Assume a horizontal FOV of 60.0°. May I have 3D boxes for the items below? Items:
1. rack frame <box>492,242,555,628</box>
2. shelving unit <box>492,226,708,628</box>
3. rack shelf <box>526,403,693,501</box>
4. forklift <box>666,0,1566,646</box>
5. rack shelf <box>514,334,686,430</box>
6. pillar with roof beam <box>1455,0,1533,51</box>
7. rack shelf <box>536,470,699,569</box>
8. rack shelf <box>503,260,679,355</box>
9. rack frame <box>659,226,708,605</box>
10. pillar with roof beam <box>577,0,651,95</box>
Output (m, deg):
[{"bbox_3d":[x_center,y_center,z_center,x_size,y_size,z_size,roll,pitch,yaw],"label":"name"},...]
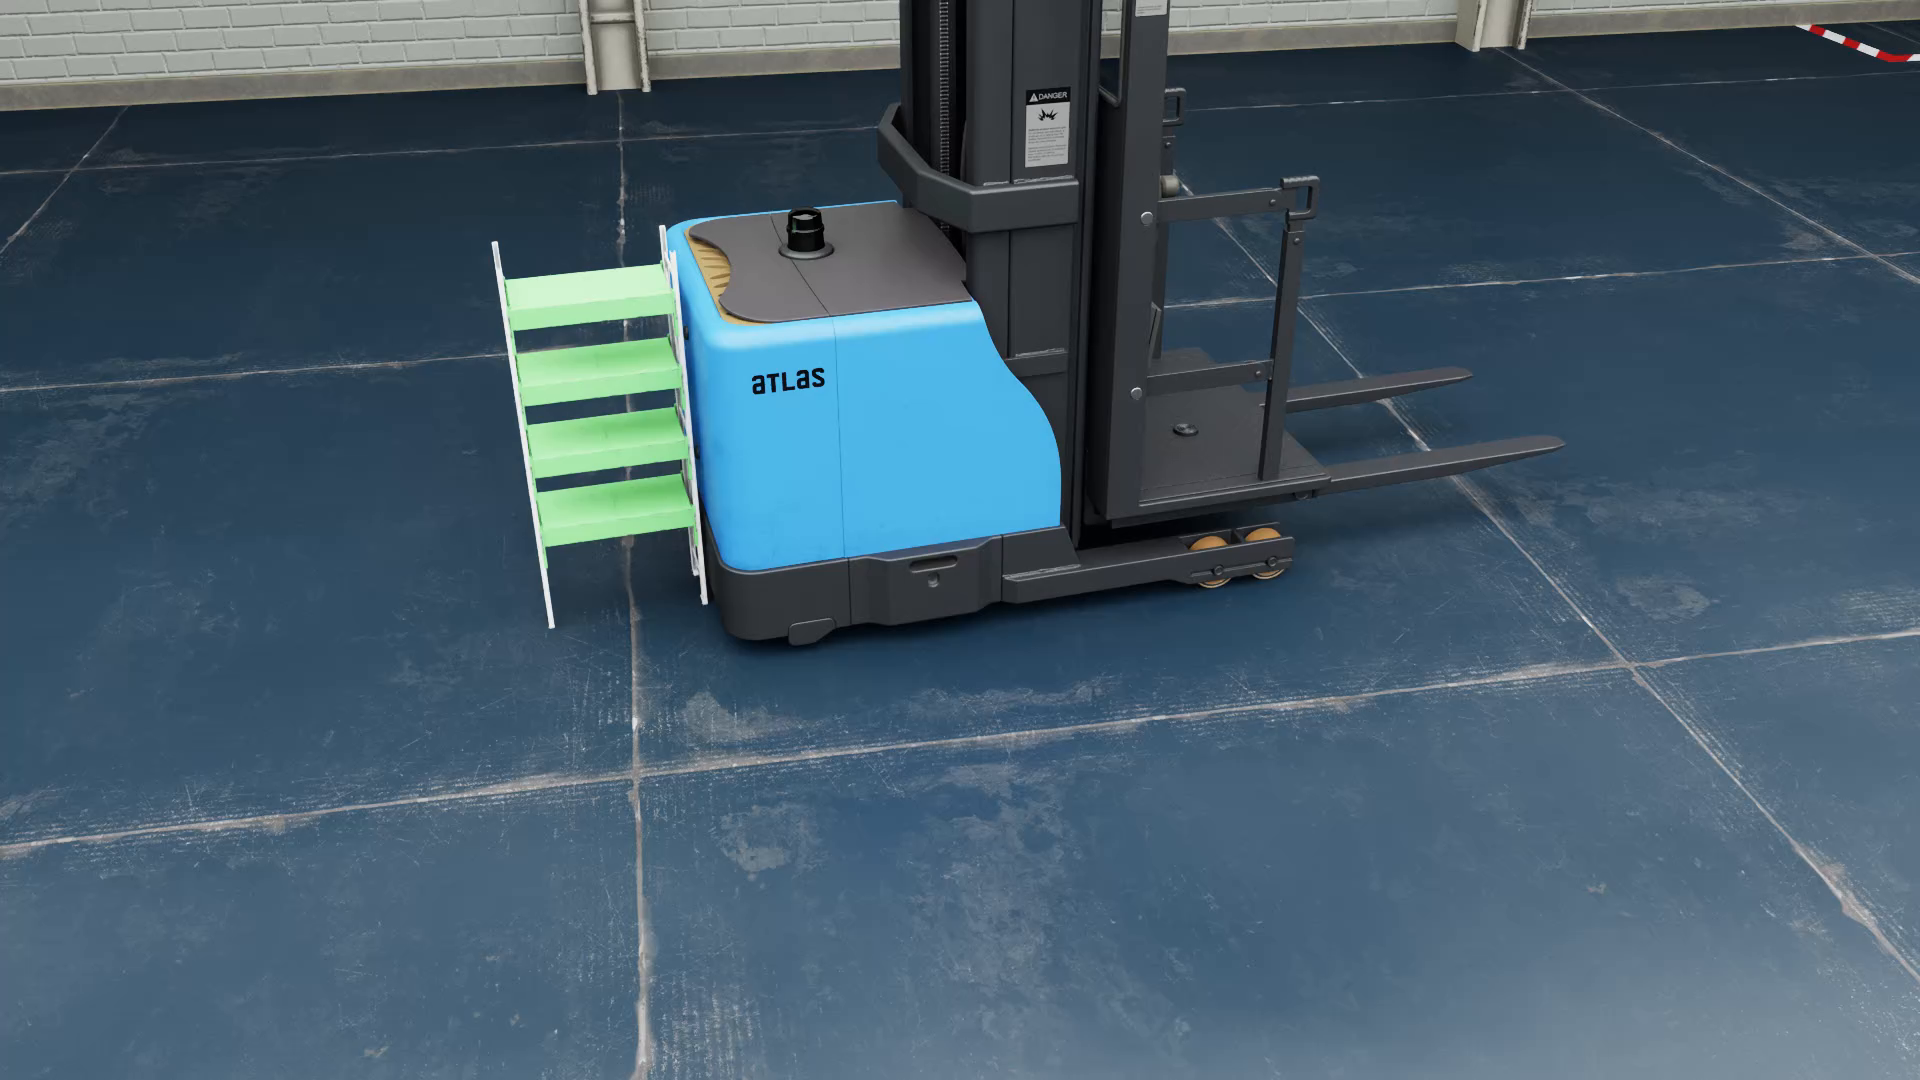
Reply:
[{"bbox_3d":[-1.328,-0.296,5.070,0.015,1.200,0.240,-9,32,-14],"label":"rack frame"},{"bbox_3d":[-1.094,-0.331,5.130,0.503,1.200,0.258,-9,32,-14],"label":"shelving unit"},{"bbox_3d":[-1.094,-0.276,5.162,0.480,0.148,0.258,-9,32,-14],"label":"rack shelf"},{"bbox_3d":[0.602,-1.354,5.161,3.031,2.935,1.130,-9,32,-14],"label":"forklift"},{"bbox_3d":[-1.094,-0.483,5.041,0.480,0.148,0.258,-9,32,-14],"label":"rack shelf"},{"bbox_3d":[4.482,-5.205,5.723,0.400,9.000,9.100,-5,31,-9],"label":"pillar with roof beam"},{"bbox_3d":[-1.094,-0.069,5.284,0.480,0.148,0.258,-9,32,-14],"label":"rack shelf"},{"bbox_3d":[-1.094,-0.690,4.919,0.480,0.148,0.258,-9,32,-14],"label":"rack shelf"},{"bbox_3d":[-0.860,-0.367,5.190,0.015,1.200,0.240,-9,32,-14],"label":"rack frame"},{"bbox_3d":[-1.420,-4.657,4.792,0.400,9.000,9.100,-5,31,-9],"label":"pillar with roof beam"}]
